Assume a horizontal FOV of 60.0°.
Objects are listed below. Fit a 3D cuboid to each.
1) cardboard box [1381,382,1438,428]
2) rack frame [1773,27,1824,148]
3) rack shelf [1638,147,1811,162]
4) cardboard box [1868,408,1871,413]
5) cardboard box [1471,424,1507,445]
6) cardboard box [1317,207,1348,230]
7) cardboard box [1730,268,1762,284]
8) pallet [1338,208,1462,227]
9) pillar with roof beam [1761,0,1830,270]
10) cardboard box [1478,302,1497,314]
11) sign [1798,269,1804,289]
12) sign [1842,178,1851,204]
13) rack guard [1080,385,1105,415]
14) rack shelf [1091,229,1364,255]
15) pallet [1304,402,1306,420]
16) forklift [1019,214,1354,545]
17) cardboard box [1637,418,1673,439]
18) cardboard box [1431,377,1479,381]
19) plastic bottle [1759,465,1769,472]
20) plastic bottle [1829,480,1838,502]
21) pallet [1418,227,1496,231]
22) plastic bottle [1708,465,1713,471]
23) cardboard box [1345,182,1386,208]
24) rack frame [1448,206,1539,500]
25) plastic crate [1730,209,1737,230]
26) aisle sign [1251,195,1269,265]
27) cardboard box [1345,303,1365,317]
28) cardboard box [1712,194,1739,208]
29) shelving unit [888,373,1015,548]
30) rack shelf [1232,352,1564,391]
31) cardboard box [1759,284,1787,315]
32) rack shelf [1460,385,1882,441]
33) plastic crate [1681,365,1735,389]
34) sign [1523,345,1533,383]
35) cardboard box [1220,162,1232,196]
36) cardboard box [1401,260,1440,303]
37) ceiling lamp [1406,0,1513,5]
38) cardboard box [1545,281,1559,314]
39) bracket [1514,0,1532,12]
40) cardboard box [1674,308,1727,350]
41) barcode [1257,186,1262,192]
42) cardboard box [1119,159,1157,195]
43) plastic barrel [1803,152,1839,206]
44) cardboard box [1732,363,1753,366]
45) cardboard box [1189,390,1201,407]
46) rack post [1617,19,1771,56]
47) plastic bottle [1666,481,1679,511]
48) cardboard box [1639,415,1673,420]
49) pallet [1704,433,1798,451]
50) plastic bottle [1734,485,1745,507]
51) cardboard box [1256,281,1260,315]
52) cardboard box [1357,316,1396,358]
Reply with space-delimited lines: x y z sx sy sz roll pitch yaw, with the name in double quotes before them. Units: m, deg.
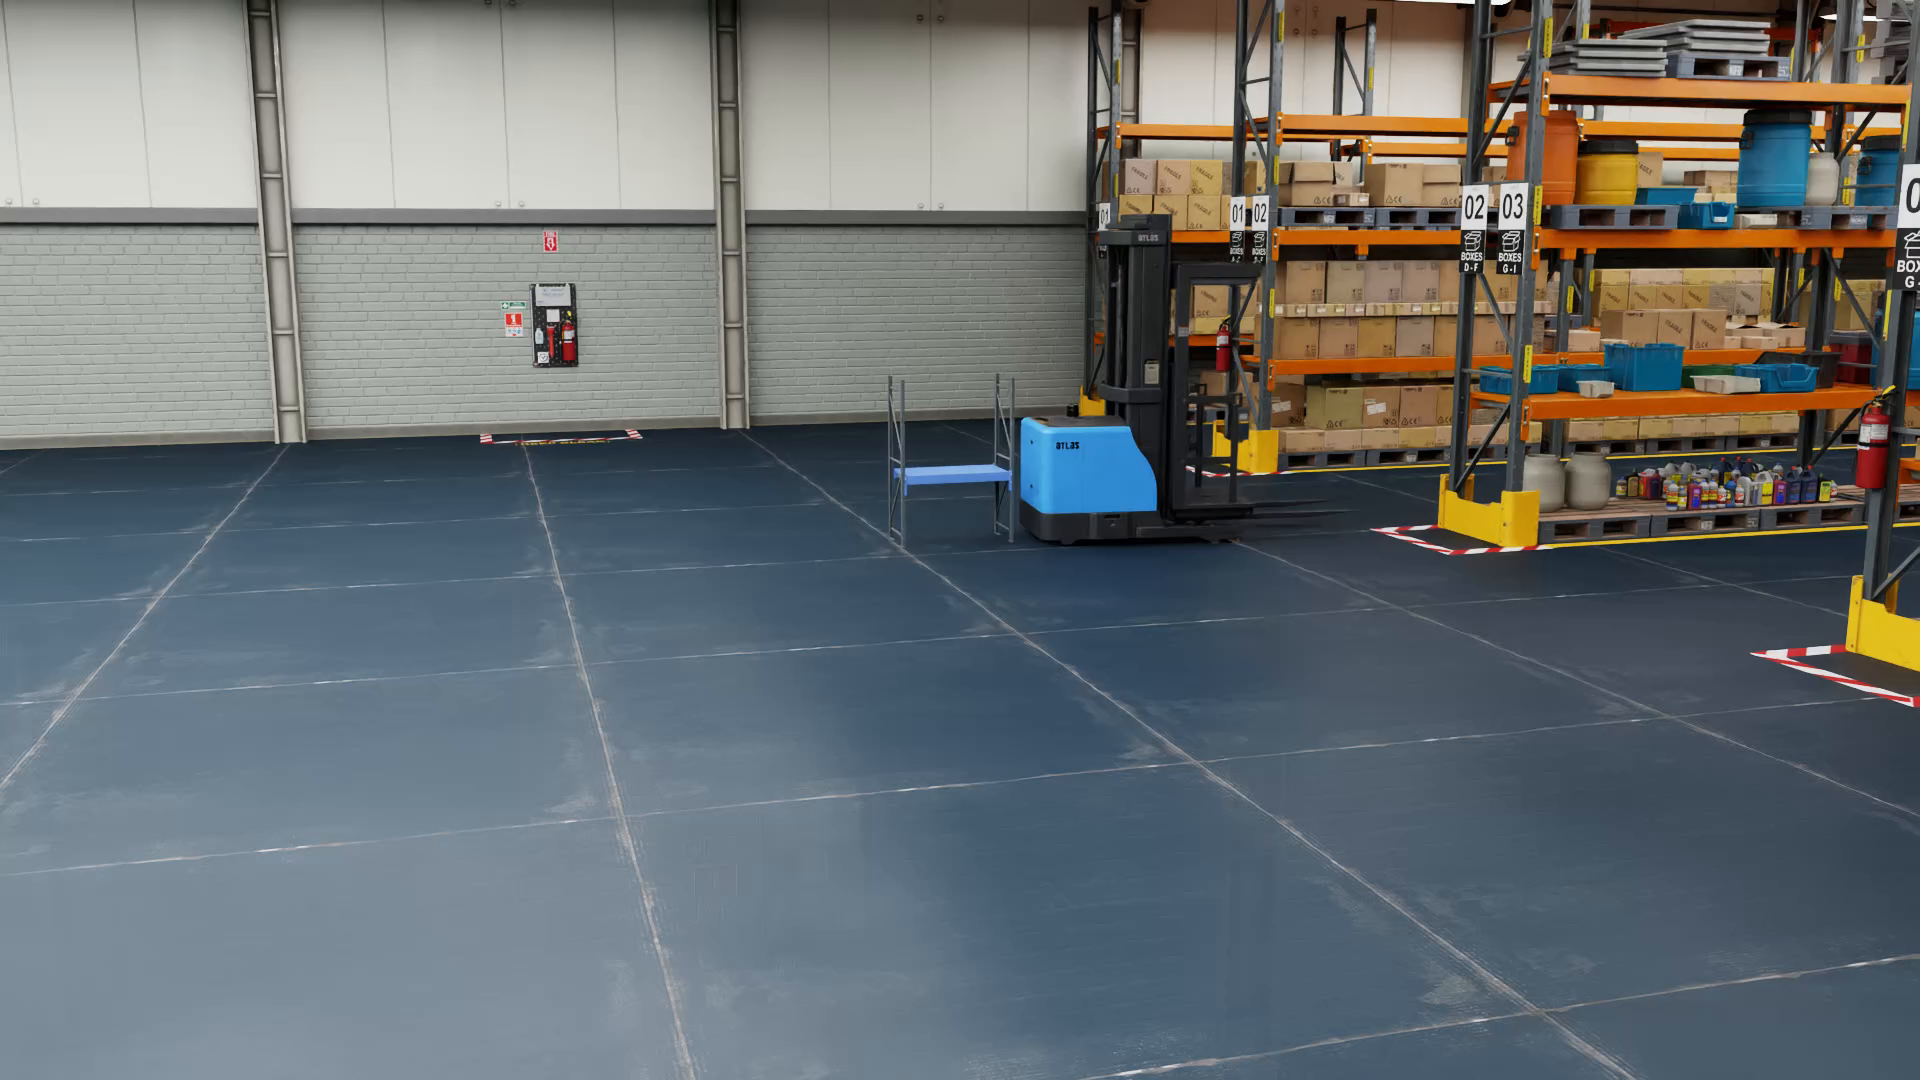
"cardboard box" 5.470 -1.652 20.303 0.500 0.500 0.500 -3 11 -16
"rack frame" 13.586 -6.784 27.245 0.127 3.000 1.000 -3 11 -16
"rack shelf" 11.665 -6.132 26.797 4.000 0.370 1.077 -3 11 -16
"cardboard box" 12.151 -1.758 22.203 0.500 0.500 0.500 -3 11 -18
"cardboard box" 6.426 -1.337 20.661 0.500 0.250 0.500 -3 11 -16
"cardboard box" 5.486 -4.894 24.934 0.500 0.500 0.500 -3 11 -14
"cardboard box" 12.715 -4.315 27.181 0.500 0.250 0.500 -3 11 -15
"pallet" 5.312 -3.891 20.058 1.213 0.211 1.003 -3 11 -16
"pillar with roof beam" 15.219 -6.221 24.189 0.548 9.000 9.100 -3 11 -16
"cardboard box" 6.351 -2.845 20.354 0.250 0.149 0.380 -3 11 -16
"sign" 13.747 -4.270 27.181 0.005 0.325 0.100 -3 11 -16
"sign" 11.280 -4.442 21.160 0.005 0.325 0.100 -3 11 -16
"rack guard" 2.137 -2.001 24.737 0.348 0.500 1.175 -3 11 -16
"rack shelf" 3.984 -4.449 24.833 4.000 0.370 1.077 -3 11 -16
"pallet" 5.269 -2.017 25.624 1.213 0.211 1.003 -3 11 -16
"forklift" 2.127 -1.505 15.330 3.031 2.935 1.130 -2 11 -10
"cardboard box" 8.737 -1.452 21.285 0.500 0.250 0.500 -3 11 -18
"cardboard box" 6.282 -1.795 21.079 0.500 0.500 0.500 -3 11 -16
"plastic bottle" 7.973 -0.607 16.551 0.133 0.283 0.061 -3 11 -16
"plastic bottle" 8.412 -0.474 16.054 0.097 0.201 0.097 0 10 0
"pallet" 7.522 -4.877 25.692 1.003 0.211 1.213 -3 11 -16
"plastic bottle" 7.431 -0.607 16.552 0.133 0.283 0.061 -3 11 -13
"cardboard box" 5.018 -4.204 20.217 0.500 0.311 0.500 -2 11 -9
"rack frame" 4.833 -1.504 15.135 0.127 3.000 1.000 -3 11 -16
"plastic crate" 7.082 -3.045 15.805 0.450 0.188 0.336 -3 11 -16
"aisle sign" 3.475 -3.587 19.270 0.004 0.787 0.394 -3 11 -16
"cardboard box" 4.624 -2.754 19.859 0.250 0.149 0.380 -3 11 -17
"cardboard box" 9.663 -4.289 21.230 0.500 0.250 0.500 -3 11 -17
"shelving unit" -0.082 -0.733 15.091 1.048 1.500 0.538 -3 11 -16
"rack shelf" 5.372 -2.113 20.428 4.000 0.370 1.077 -3 11 -16
"cardboard box" 13.213 -3.972 27.385 0.500 0.500 0.500 -3 11 -17
"rack shelf" 6.753 -1.251 15.749 4.000 0.370 1.077 -3 11 -16
"plastic crate" 7.291 -1.583 16.147 0.662 0.188 0.450 -3 11 -16
"sign" 4.982 -1.544 14.589 0.005 0.325 0.100 -3 11 -16
"cardboard box" 3.890 -5.394 24.888 0.500 0.500 0.500 -3 11 -16
"cardboard box" 5.423 -3.155 20.244 0.500 0.500 0.700 -3 11 -16
"ceiling lamp" 6.560 -8.755 21.831 2.000 3.185 0.800 -3 11 -16
"cardboard box" 9.297 -3.871 26.501 0.500 0.500 0.700 -4 11 -23
"bracket" 8.753 -8.396 26.058 0.430 0.232 0.235 -3 11 -16
"cardboard box" 9.527 -2.731 21.526 0.500 0.500 0.500 -4 11 -19
"barcode" 3.607 -4.225 20.027 0.075 0.075 0.001 -3 11 -16
"cardboard box" 2.502 -5.229 23.993 0.500 0.500 0.500 -4 11 -20
"plastic barrel" 8.205 -3.455 15.981 0.421 0.512 0.421 0 10 0
"cardboard box" 12.998 -2.927 27.643 0.750 0.750 0.750 -3 11 -15
"cardboard box" 3.301 -2.168 24.955 0.500 0.311 0.500 -2 11 -11
"rack post" 6.685 -4.521 15.160 0.954 0.300 0.937 -3 11 -17
"plastic bottle" 6.661 -0.416 15.546 0.097 0.271 0.097 0 10 0
"cardboard box" 8.738 -1.726 21.227 0.500 0.311 0.500 -3 11 -18
"pallet" 10.332 -1.364 22.075 1.213 0.211 1.003 -3 11 -16
"plastic bottle" 7.378 -0.419 15.758 0.097 0.201 0.097 0 10 0
"cardboard box" 4.573 -3.606 24.840 0.500 0.500 0.500 -3 11 -18
"cardboard box" 4.885 -2.487 20.200 0.500 0.500 0.700 -3 11 -16
